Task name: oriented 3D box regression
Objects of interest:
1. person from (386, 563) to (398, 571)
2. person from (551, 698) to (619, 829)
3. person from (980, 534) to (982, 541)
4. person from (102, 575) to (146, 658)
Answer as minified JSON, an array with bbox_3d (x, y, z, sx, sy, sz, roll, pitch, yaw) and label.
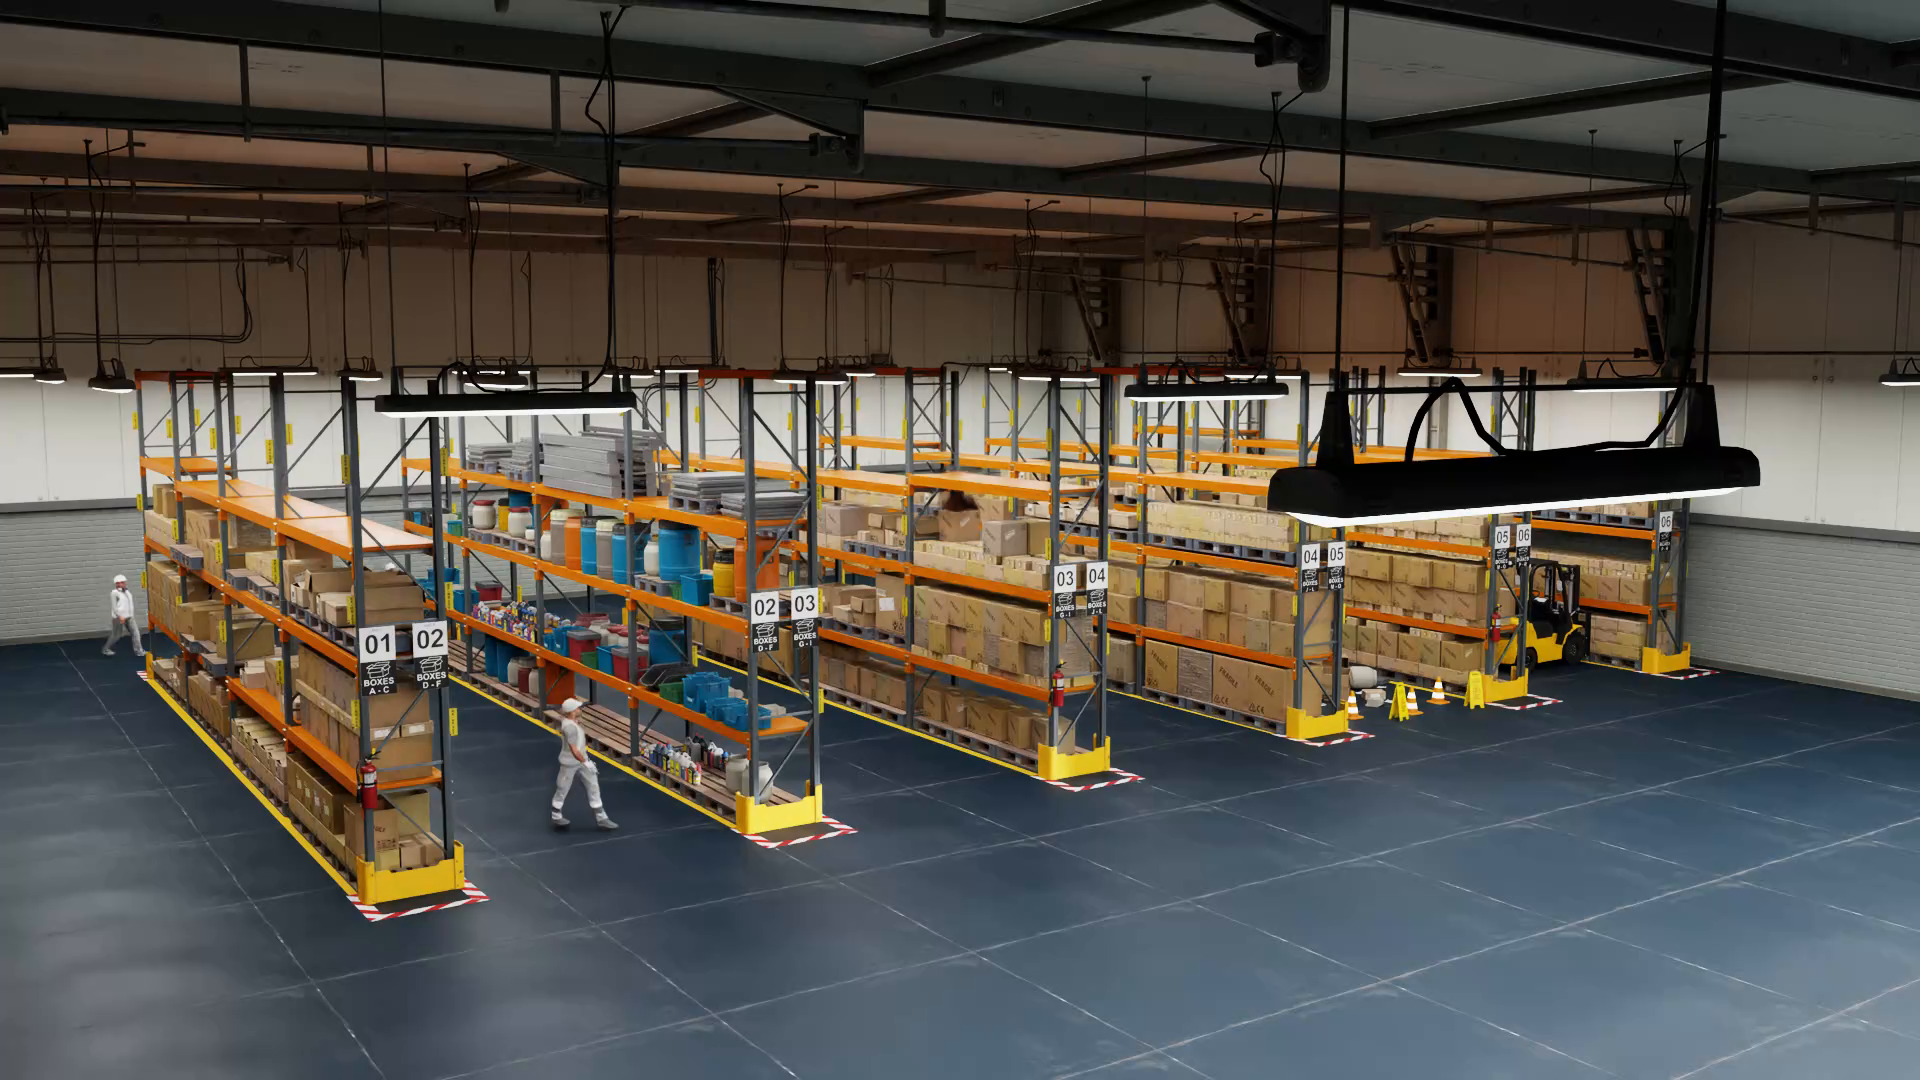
[{"bbox_3d":[-12.309,1.372,36.026,0.534,1.768,0.581,-5,8,-36],"label":"person"},{"bbox_3d":[-5.041,2.950,21.990,0.967,1.734,0.494,4,7,30],"label":"person"},{"bbox_3d":[0.808,0.361,45.195,0.866,1.730,0.599,-5,8,-39],"label":"person"},{"bbox_3d":[-17.331,1.588,34.490,1.009,1.736,0.594,2,7,16],"label":"person"}]
